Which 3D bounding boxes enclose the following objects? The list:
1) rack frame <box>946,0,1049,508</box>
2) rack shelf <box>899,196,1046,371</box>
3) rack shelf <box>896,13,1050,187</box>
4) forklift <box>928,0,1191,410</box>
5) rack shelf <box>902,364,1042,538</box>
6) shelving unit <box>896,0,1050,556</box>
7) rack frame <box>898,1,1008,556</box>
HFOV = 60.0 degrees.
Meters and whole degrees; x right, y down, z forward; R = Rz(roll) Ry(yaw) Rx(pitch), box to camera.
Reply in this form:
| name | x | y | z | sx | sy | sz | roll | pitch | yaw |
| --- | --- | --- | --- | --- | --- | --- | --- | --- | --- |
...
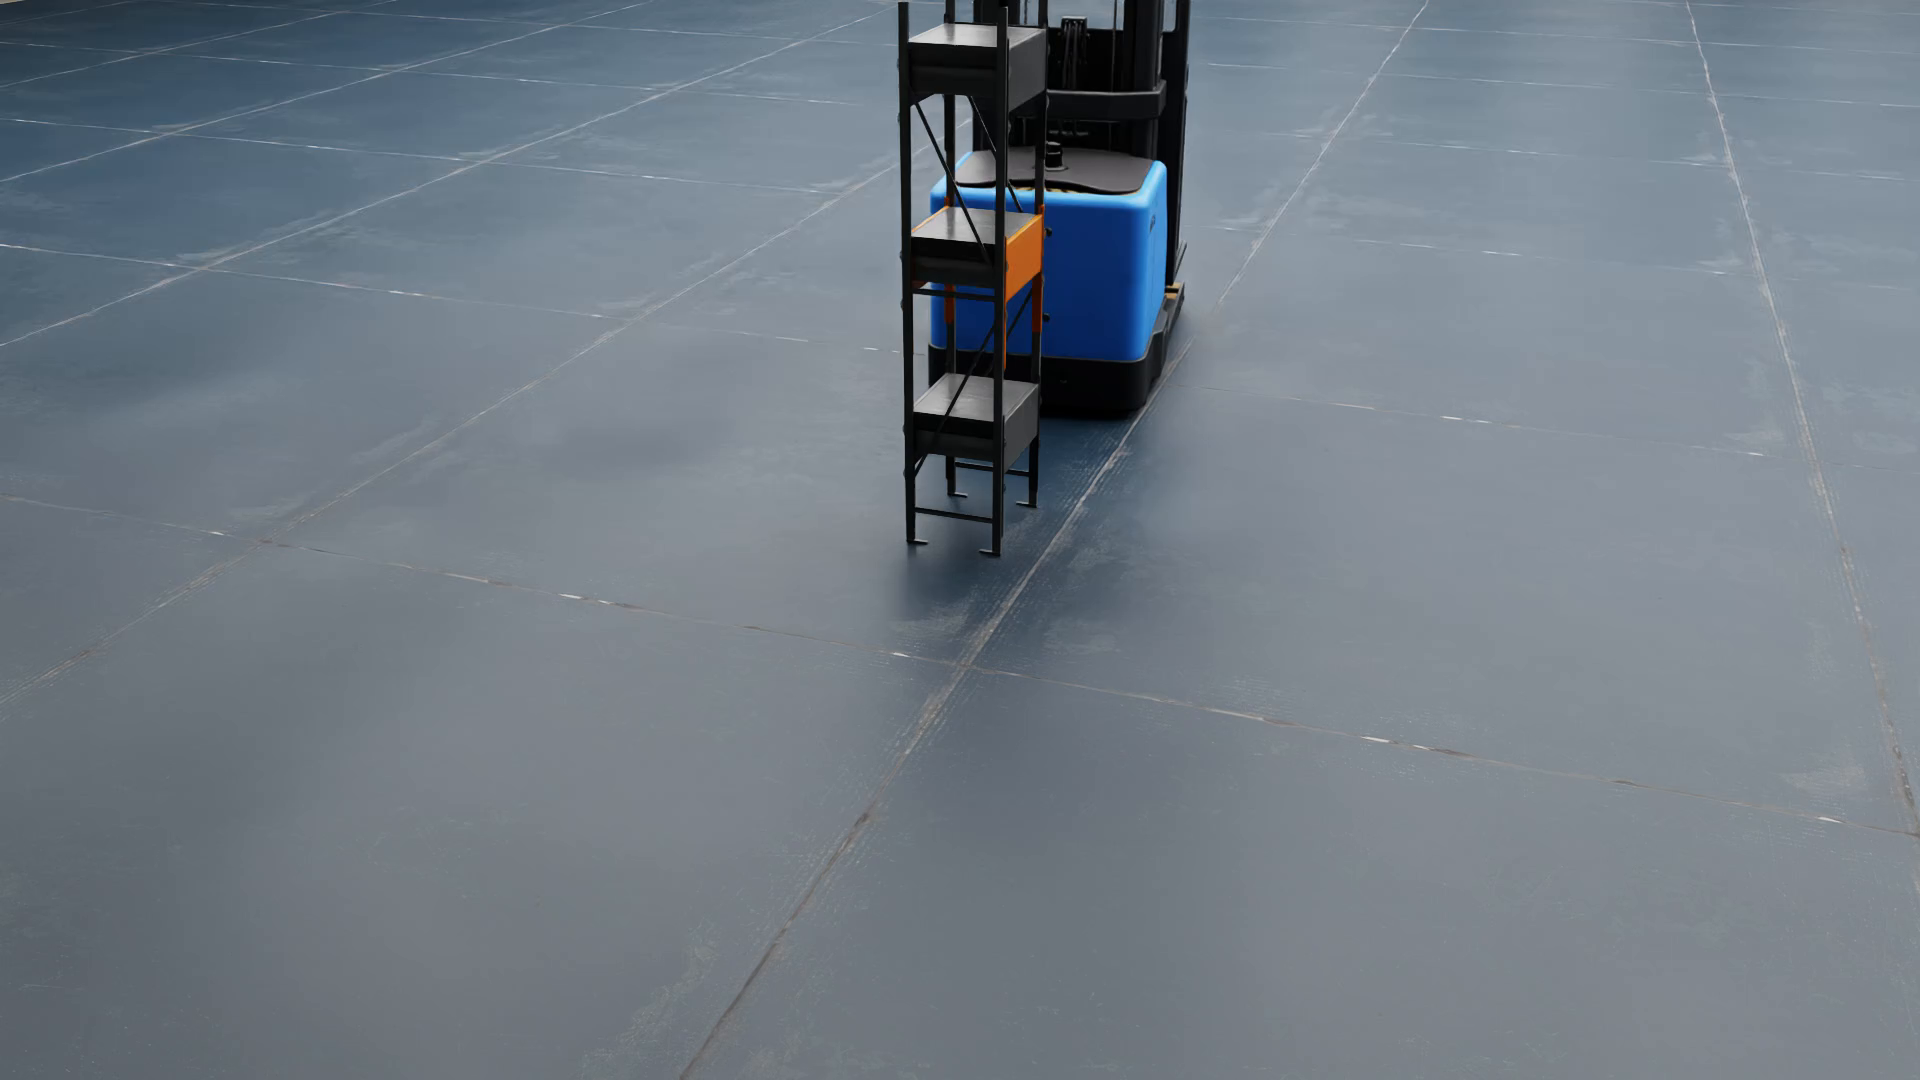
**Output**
| name | x | y | z | sx | sy | sz | roll | pitch | yaw |
| --- | --- | --- | --- | --- | --- | --- | --- | --- | --- |
| rack frame | 0.136 | -1.113 | 6.640 | 0.400 | 2.100 | 0.015 | 9 | 27 | 17 |
| rack shelf | 0.055 | -1.001 | 6.439 | 0.431 | 0.518 | 0.480 | 9 | 27 | 17 |
| rack shelf | 0.055 | -1.631 | 6.134 | 0.431 | 0.518 | 0.480 | 9 | 27 | 17 |
| forklift | 0.660 | -2.552 | 8.658 | 1.130 | 2.935 | 3.031 | 5 | 26 | 11 |
| rack shelf | 0.055 | -0.371 | 6.744 | 0.431 | 0.518 | 0.480 | 9 | 27 | 17 |
| shelving unit | 0.055 | -1.013 | 6.433 | 0.431 | 2.100 | 0.503 | 9 | 27 | 17 |
| rack frame | -0.026 | -0.913 | 6.226 | 0.400 | 2.100 | 0.015 | 9 | 27 | 17 |
